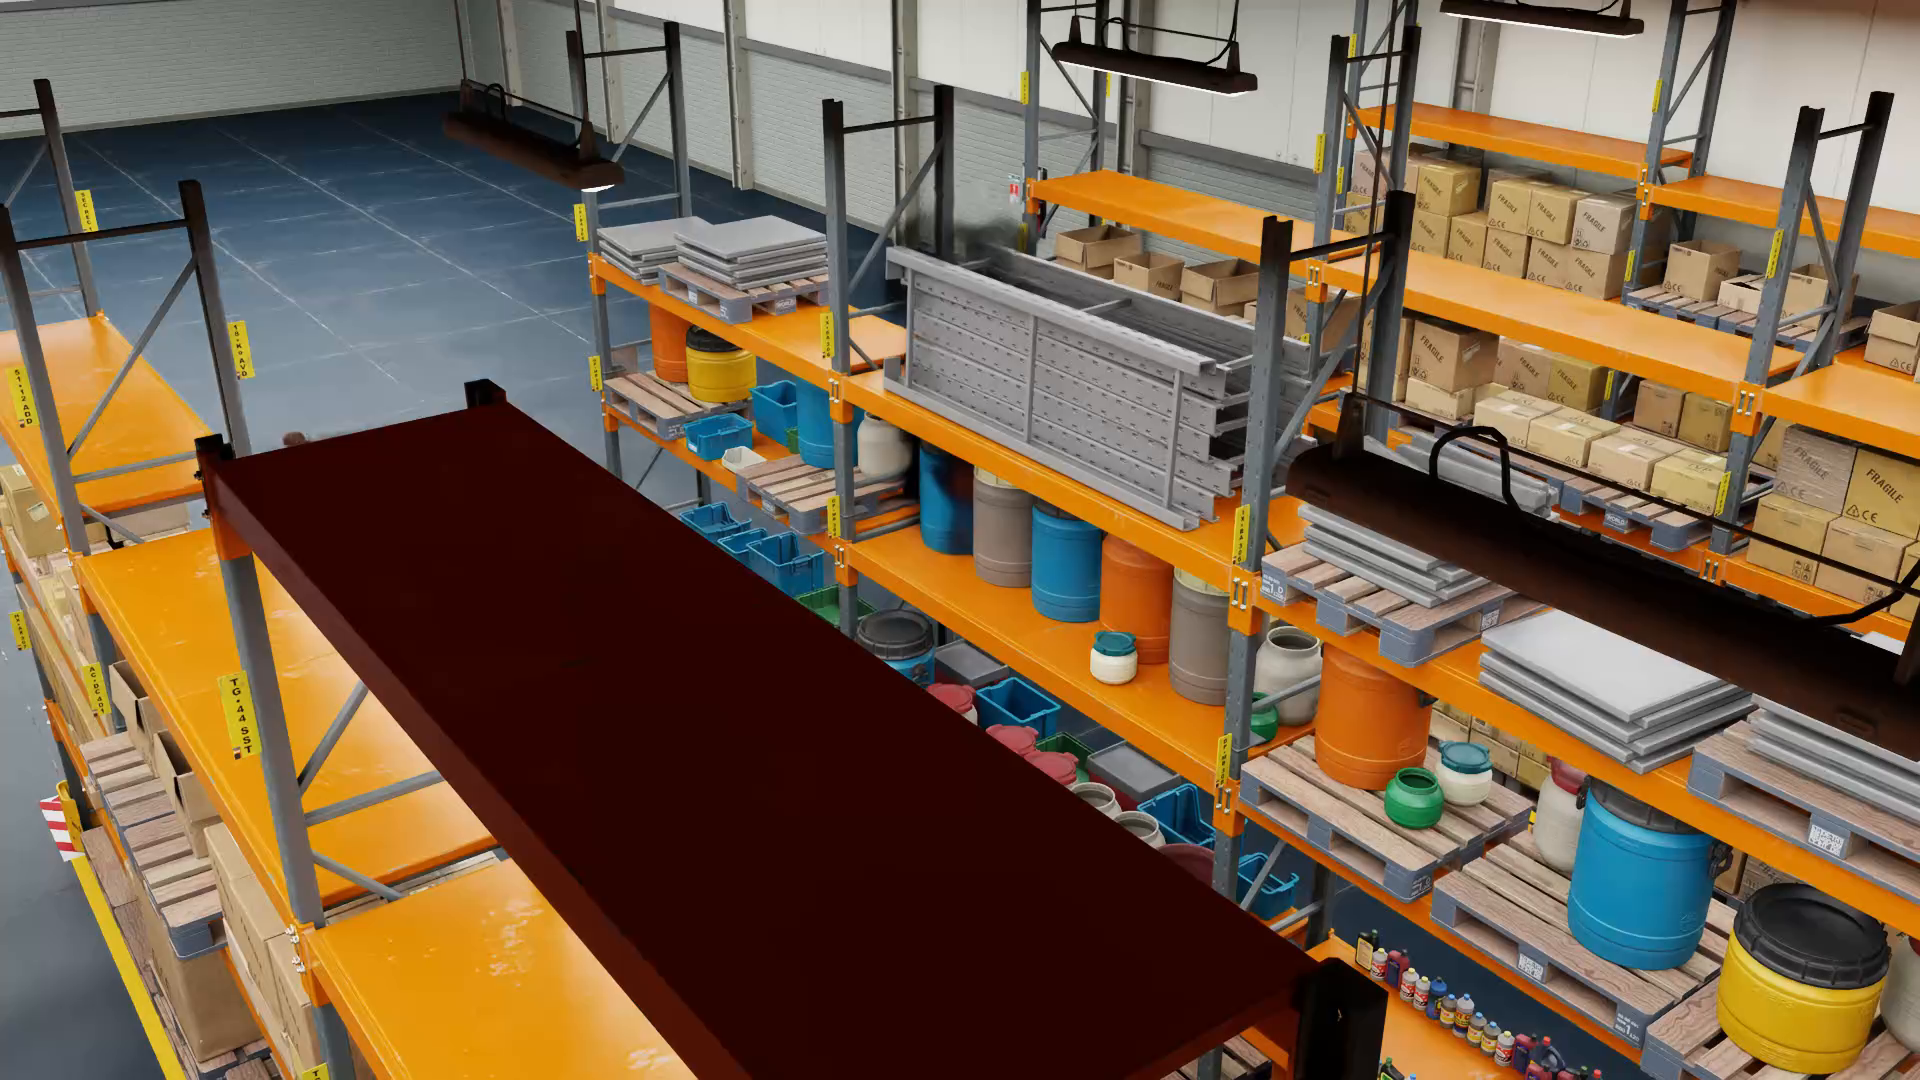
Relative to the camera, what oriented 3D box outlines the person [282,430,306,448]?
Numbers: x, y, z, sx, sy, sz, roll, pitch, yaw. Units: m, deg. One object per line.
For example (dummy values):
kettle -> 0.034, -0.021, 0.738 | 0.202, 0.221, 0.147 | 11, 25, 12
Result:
person -> -7.080, -0.465, 18.119 | 0.756, 1.579, 0.455 | -7, 26, -15
